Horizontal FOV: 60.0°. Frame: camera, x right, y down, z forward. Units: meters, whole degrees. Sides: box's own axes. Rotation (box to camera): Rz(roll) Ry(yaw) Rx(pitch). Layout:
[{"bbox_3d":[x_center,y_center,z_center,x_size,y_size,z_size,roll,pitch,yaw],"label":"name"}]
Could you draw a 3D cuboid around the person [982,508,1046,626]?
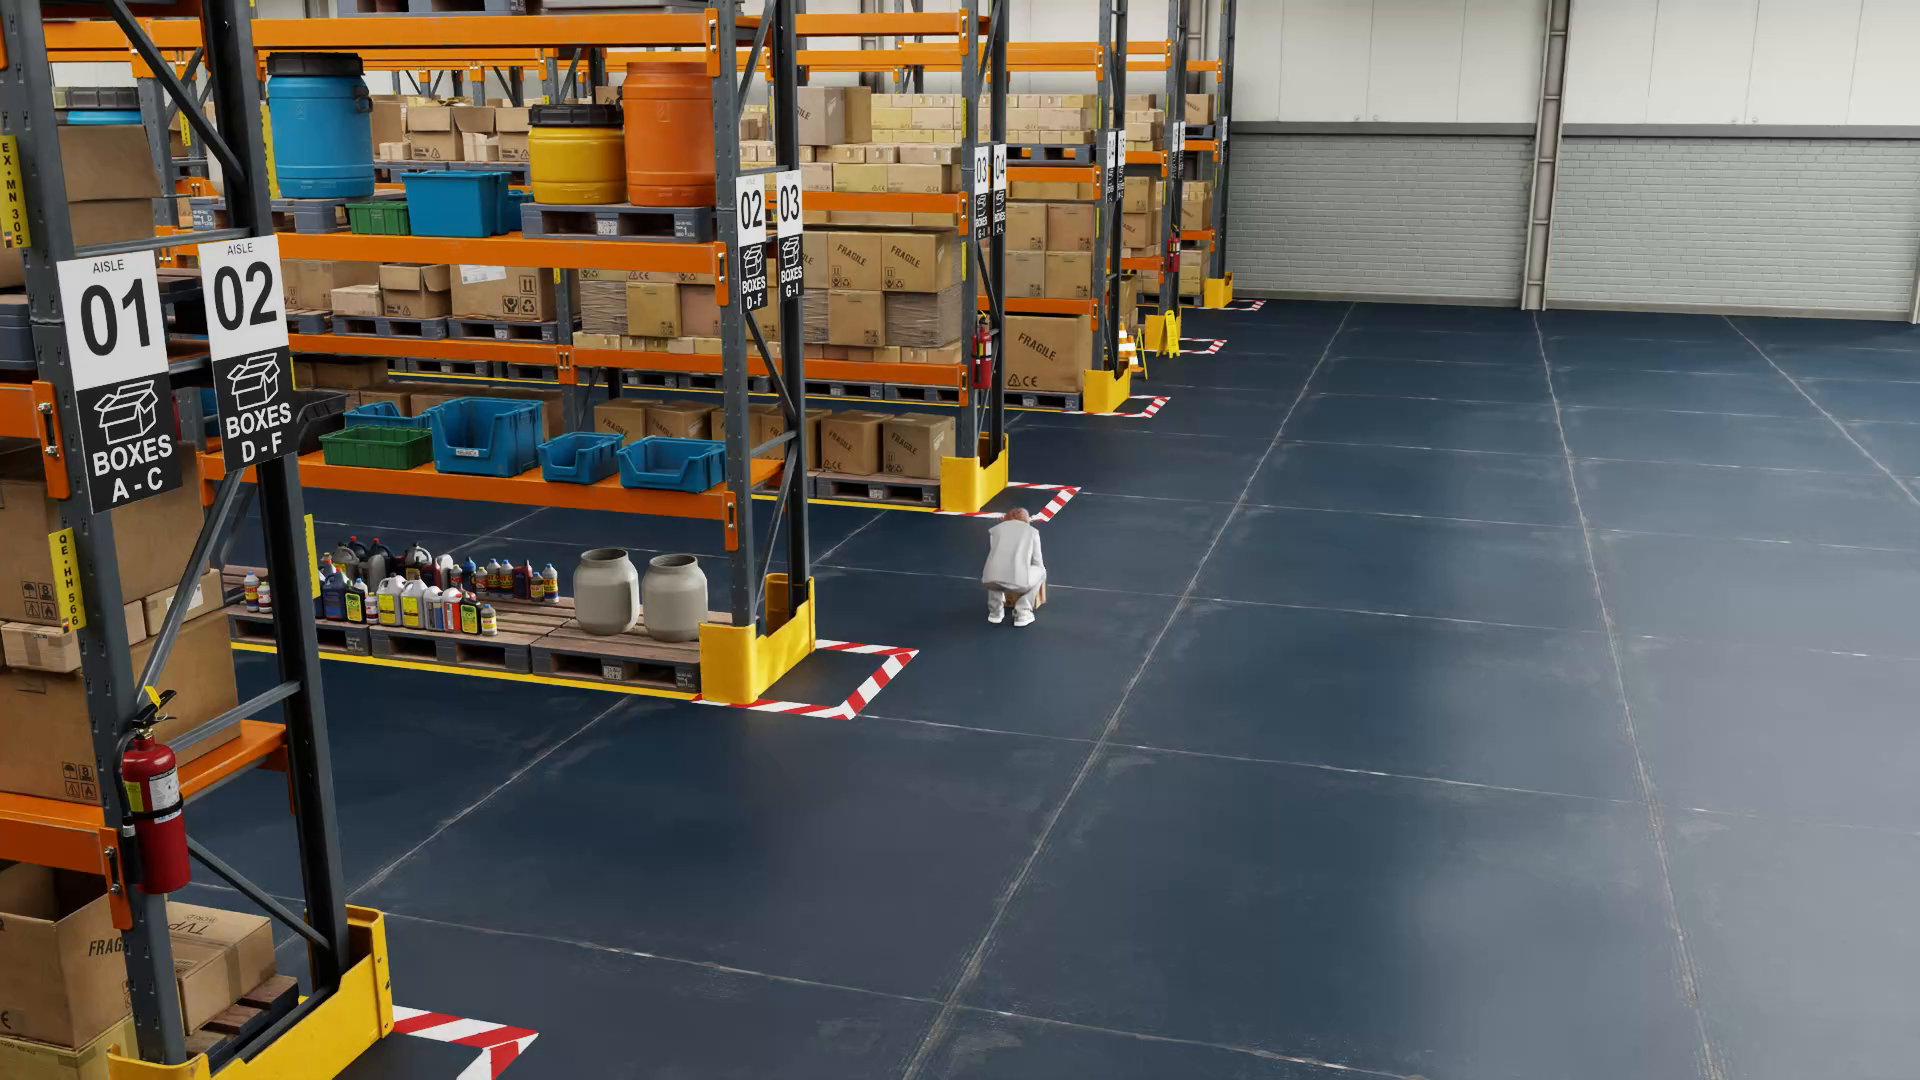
[{"bbox_3d":[0.386,0.216,11.951,0.432,0.763,0.814,4,16,16],"label":"person"}]
